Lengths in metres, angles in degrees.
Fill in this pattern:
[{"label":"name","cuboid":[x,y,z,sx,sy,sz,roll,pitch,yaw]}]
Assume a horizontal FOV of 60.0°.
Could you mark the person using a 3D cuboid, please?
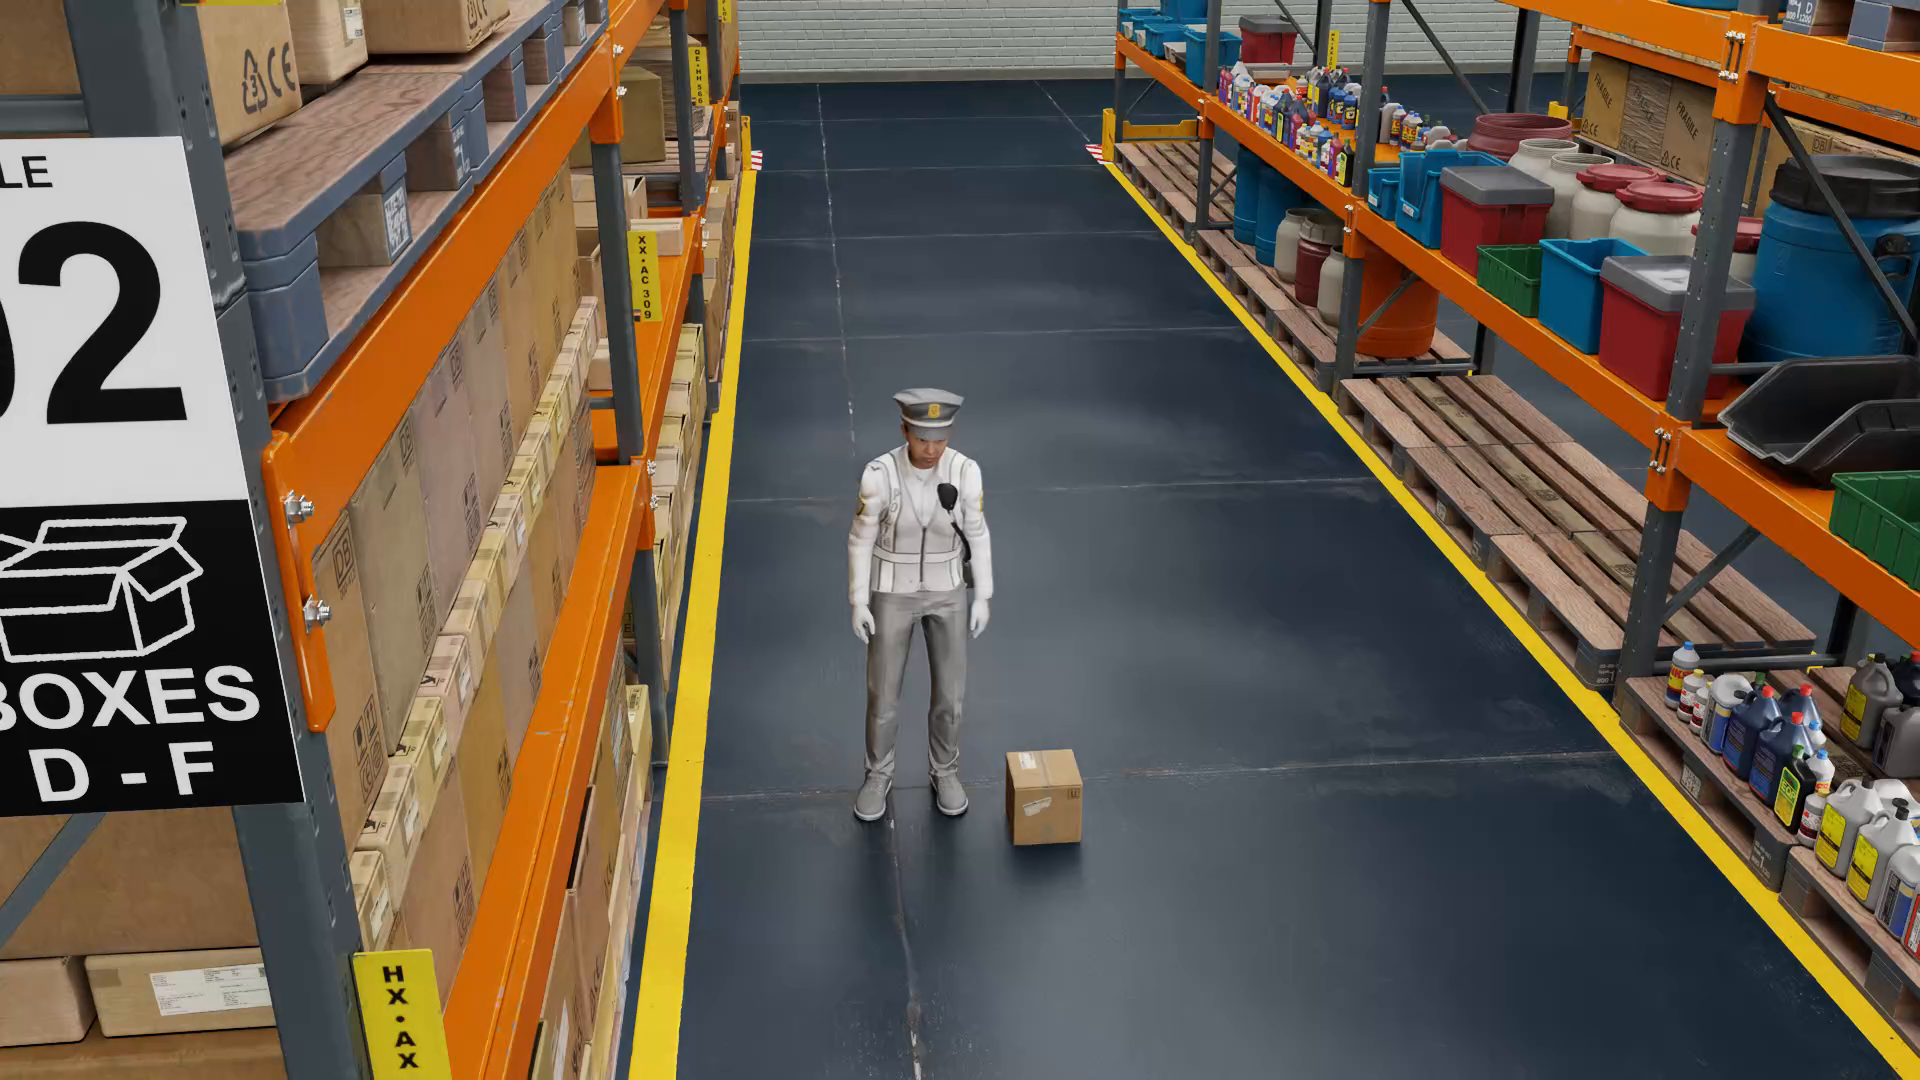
[{"label":"person","cuboid":[-0.145,0.227,6.085,0.540,1.662,0.374,-3,24,-7]}]
